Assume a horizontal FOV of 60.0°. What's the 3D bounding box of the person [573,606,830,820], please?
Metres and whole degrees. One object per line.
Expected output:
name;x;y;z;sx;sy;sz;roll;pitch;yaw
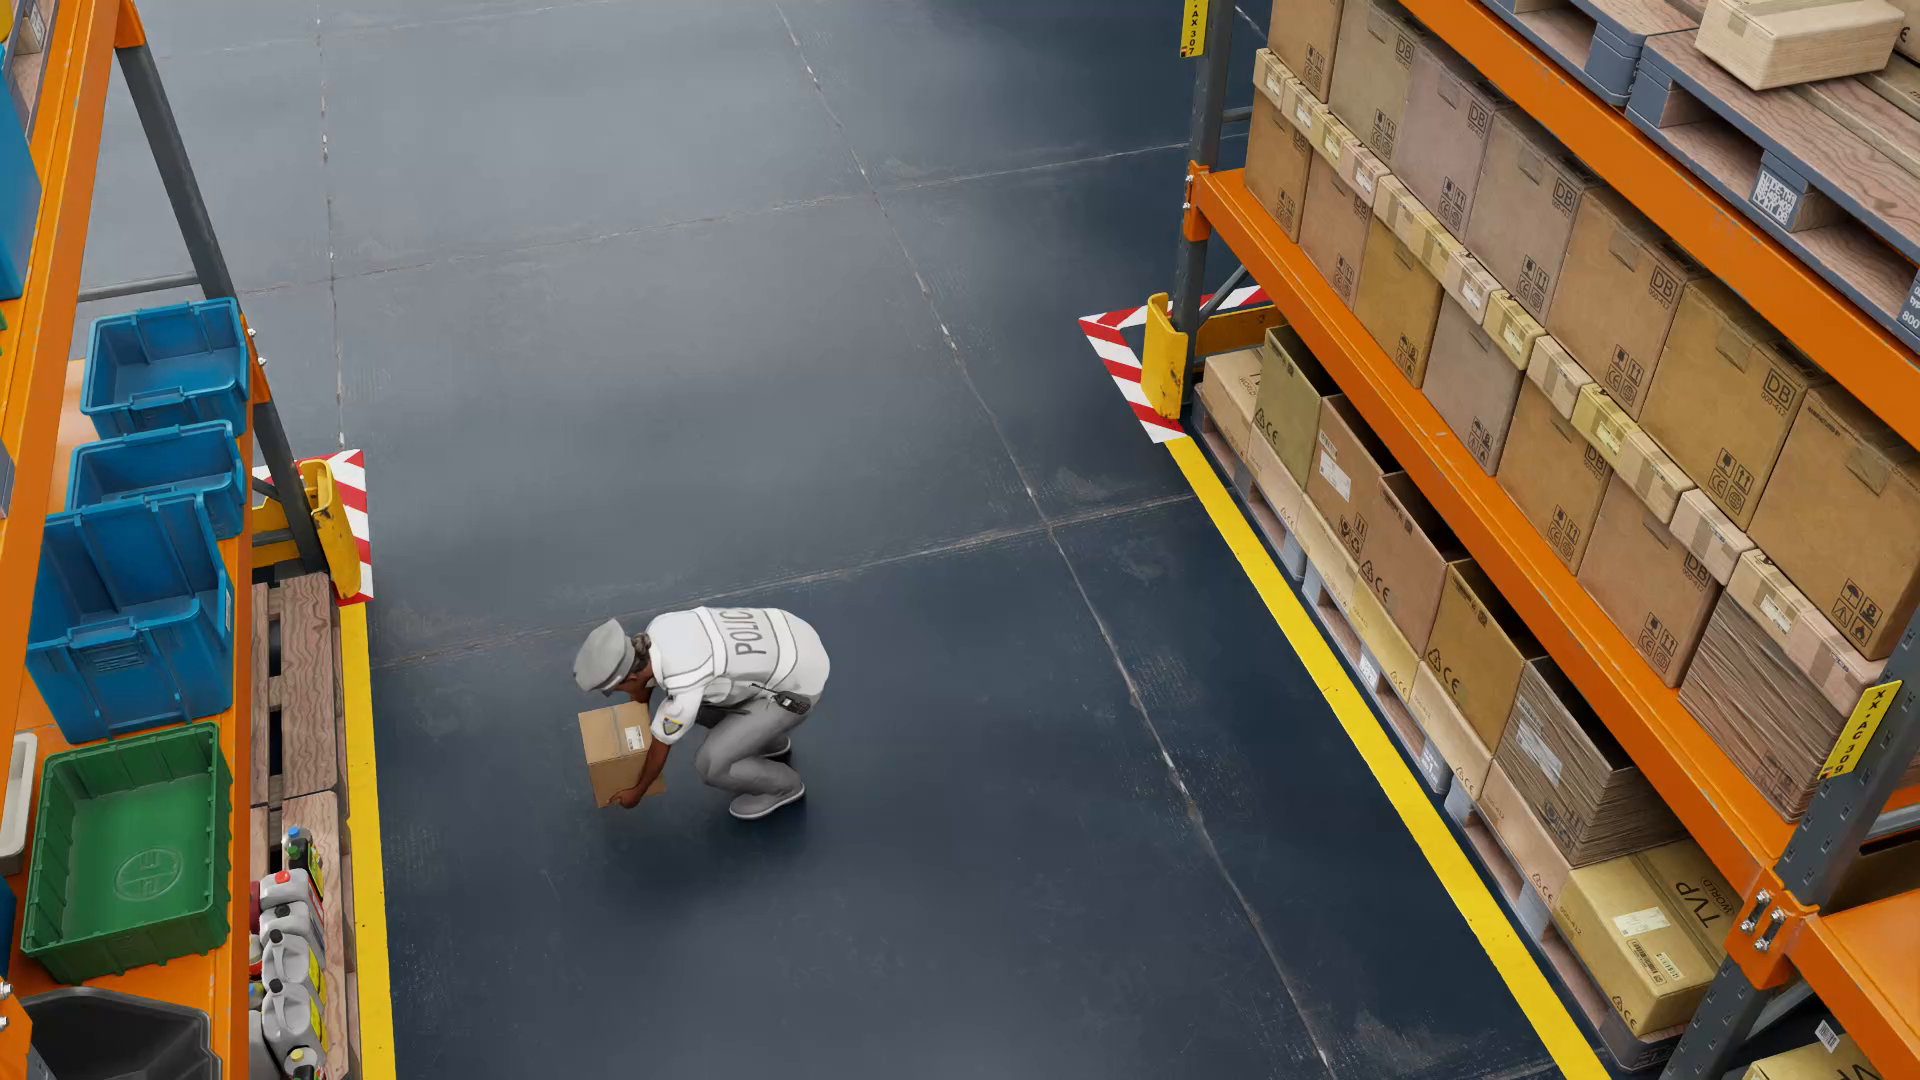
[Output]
person;-0.910;0.594;6.028;0.891;0.977;0.463;-13;44;-14
